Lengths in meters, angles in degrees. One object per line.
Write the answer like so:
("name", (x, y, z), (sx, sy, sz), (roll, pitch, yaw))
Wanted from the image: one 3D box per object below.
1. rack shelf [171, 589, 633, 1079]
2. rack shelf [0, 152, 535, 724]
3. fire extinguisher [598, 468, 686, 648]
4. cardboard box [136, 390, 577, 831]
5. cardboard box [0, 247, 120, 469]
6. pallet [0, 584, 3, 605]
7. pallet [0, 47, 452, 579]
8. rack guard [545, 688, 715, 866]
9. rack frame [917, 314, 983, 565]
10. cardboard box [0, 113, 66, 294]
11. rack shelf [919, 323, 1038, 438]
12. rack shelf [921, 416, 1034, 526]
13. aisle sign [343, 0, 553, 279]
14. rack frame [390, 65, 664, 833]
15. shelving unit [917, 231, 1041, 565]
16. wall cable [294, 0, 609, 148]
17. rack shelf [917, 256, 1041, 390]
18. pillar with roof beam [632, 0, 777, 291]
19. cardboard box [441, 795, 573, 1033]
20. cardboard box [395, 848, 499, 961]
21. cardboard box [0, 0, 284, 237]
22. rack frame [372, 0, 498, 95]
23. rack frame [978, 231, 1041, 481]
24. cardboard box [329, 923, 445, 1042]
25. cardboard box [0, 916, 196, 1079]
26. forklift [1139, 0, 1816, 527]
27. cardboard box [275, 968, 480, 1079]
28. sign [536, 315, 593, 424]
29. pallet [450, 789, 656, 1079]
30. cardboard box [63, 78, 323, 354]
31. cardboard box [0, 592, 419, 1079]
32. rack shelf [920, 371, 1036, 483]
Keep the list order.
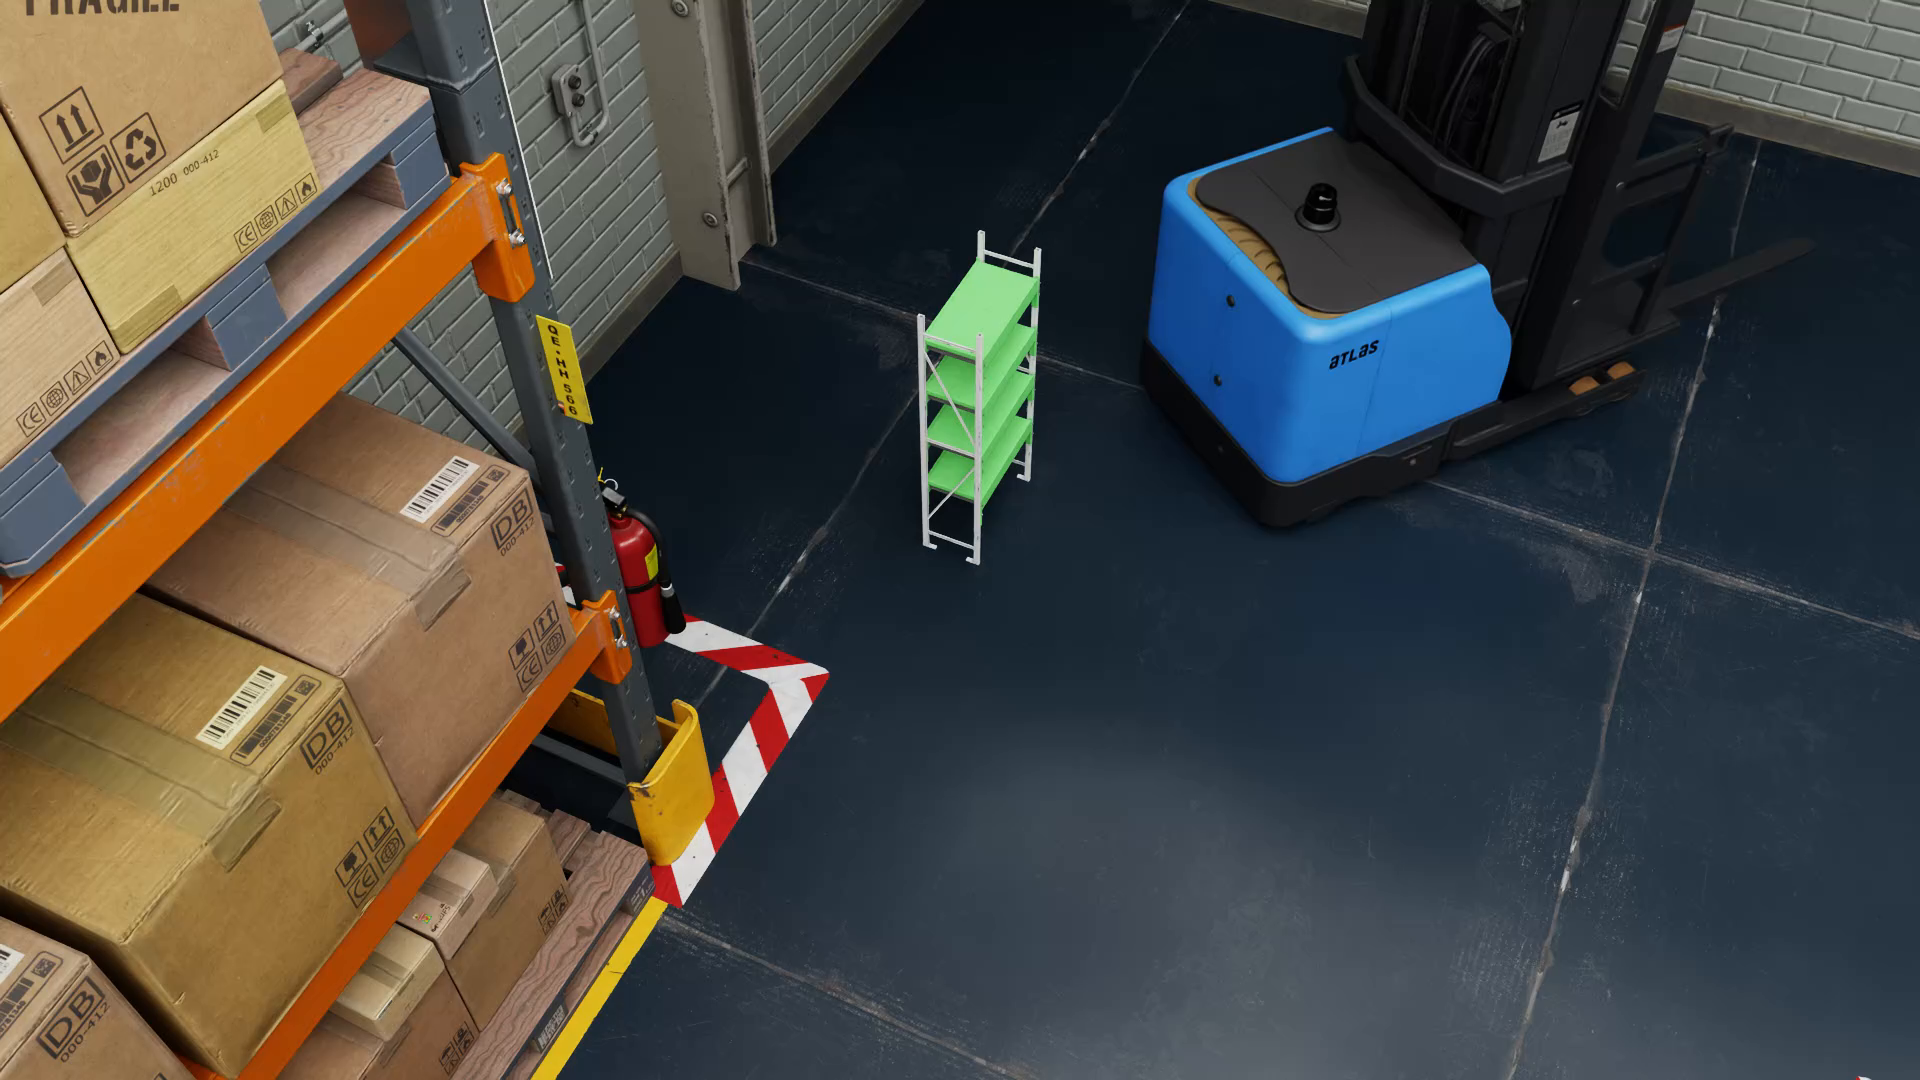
("rack shelf", (-2.299, 1.467, 3.820), (1.077, 0.370, 4.000), (20, 52, 16))
("rack shelf", (-2.299, 0.495, 2.677), (1.077, 0.370, 4.000), (20, 52, 16))
("fire extinguisher", (-0.962, 0.049, 4.850), (0.296, 0.674, 0.183), (20, 52, 16))
("cardboard box", (-1.653, 0.114, 4.302), (0.980, 0.700, 0.700), (22, 53, 18))
("cardboard box", (-1.738, -0.286, 2.627), (0.500, 0.250, 0.500), (18, 52, 15))
("pallet", (-2.272, 0.270, 2.454), (1.003, 0.211, 1.213), (20, 52, 16))
("pallet", (-1.752, -0.573, 3.172), (1.003, 0.211, 1.213), (20, 52, 16))
("rack guard", (-1.434, 0.650, 5.684), (1.175, 0.500, 0.348), (20, 52, 16))
("rack frame", (-0.034, -0.335, 6.062), (0.240, 1.200, 0.015), (20, 52, 16))
("cardboard box", (-1.734, -0.545, 2.354), (0.500, 0.500, 0.500), (21, 53, 17))
("rack shelf", (0.071, -0.617, 6.071), (0.258, 0.148, 0.480), (20, 52, 16))
("rack shelf", (0.071, -0.306, 6.437), (0.258, 0.148, 0.480), (20, 52, 16))
("aisle sign", (-1.142, -0.938, 3.687), (0.394, 0.787, 0.004), (20, 52, 16))
("rack frame", (-1.444, -0.144, 4.718), (1.000, 3.000, 0.127), (20, 52, 16))
("shelving unit", (0.071, -0.503, 6.205), (0.258, 1.200, 0.503), (20, 52, 16))
("wall cable", (-1.752, -1.662, 5.343), (0.084, 1.984, 1.851), (20, 52, 16))
("rack shelf", (0.071, -0.772, 5.888), (0.258, 0.148, 0.480), (20, 52, 16))
("pillar with roof beam", (2.820, -2.828, 3.063), (9.100, 9.000, 0.400), (20, 52, 16))
("cardboard box", (-1.653, 1.045, 5.072), (0.700, 0.500, 0.500), (20, 52, 16))
("cardboard box", (-1.543, 0.982, 4.699), (0.380, 0.149, 0.250), (19, 52, 16))
("cardboard box", (-1.510, -0.886, 2.644), (0.500, 0.500, 0.500), (20, 52, 16))
("rack frame", (-1.444, -2.088, 2.433), (1.000, 3.000, 0.127), (20, 52, 16))
("rack frame", (0.175, -0.671, 6.348), (0.240, 1.200, 0.015), (20, 52, 16))
("cardboard box", (-1.651, 1.159, 4.549), (0.380, 0.149, 0.250), (21, 53, 17))
("cardboard box", (-2.288, 1.140, 3.428), (0.980, 0.700, 0.700), (18, 52, 14))
("forklift", (2.309, -1.811, 6.182), (3.031, 2.935, 1.130), (-22, 53, -17))
("cardboard box", (-1.867, 1.390, 4.779), (0.700, 0.500, 0.500), (20, 52, 16))
("sign", (-0.959, -0.409, 4.028), (0.100, 0.325, 0.005), (20, 52, 16))
("pallet", (-1.715, 1.336, 5.290), (1.003, 0.211, 1.213), (20, 52, 16))
("cardboard box", (-1.517, -0.645, 2.932), (0.500, 0.250, 0.500), (21, 53, 17))
("cardboard box", (-1.954, 0.618, 3.873), (0.980, 0.700, 0.700), (19, 52, 16))
("rack shelf", (0.071, -0.461, 6.254), (0.258, 0.148, 0.480), (20, 52, 16))
